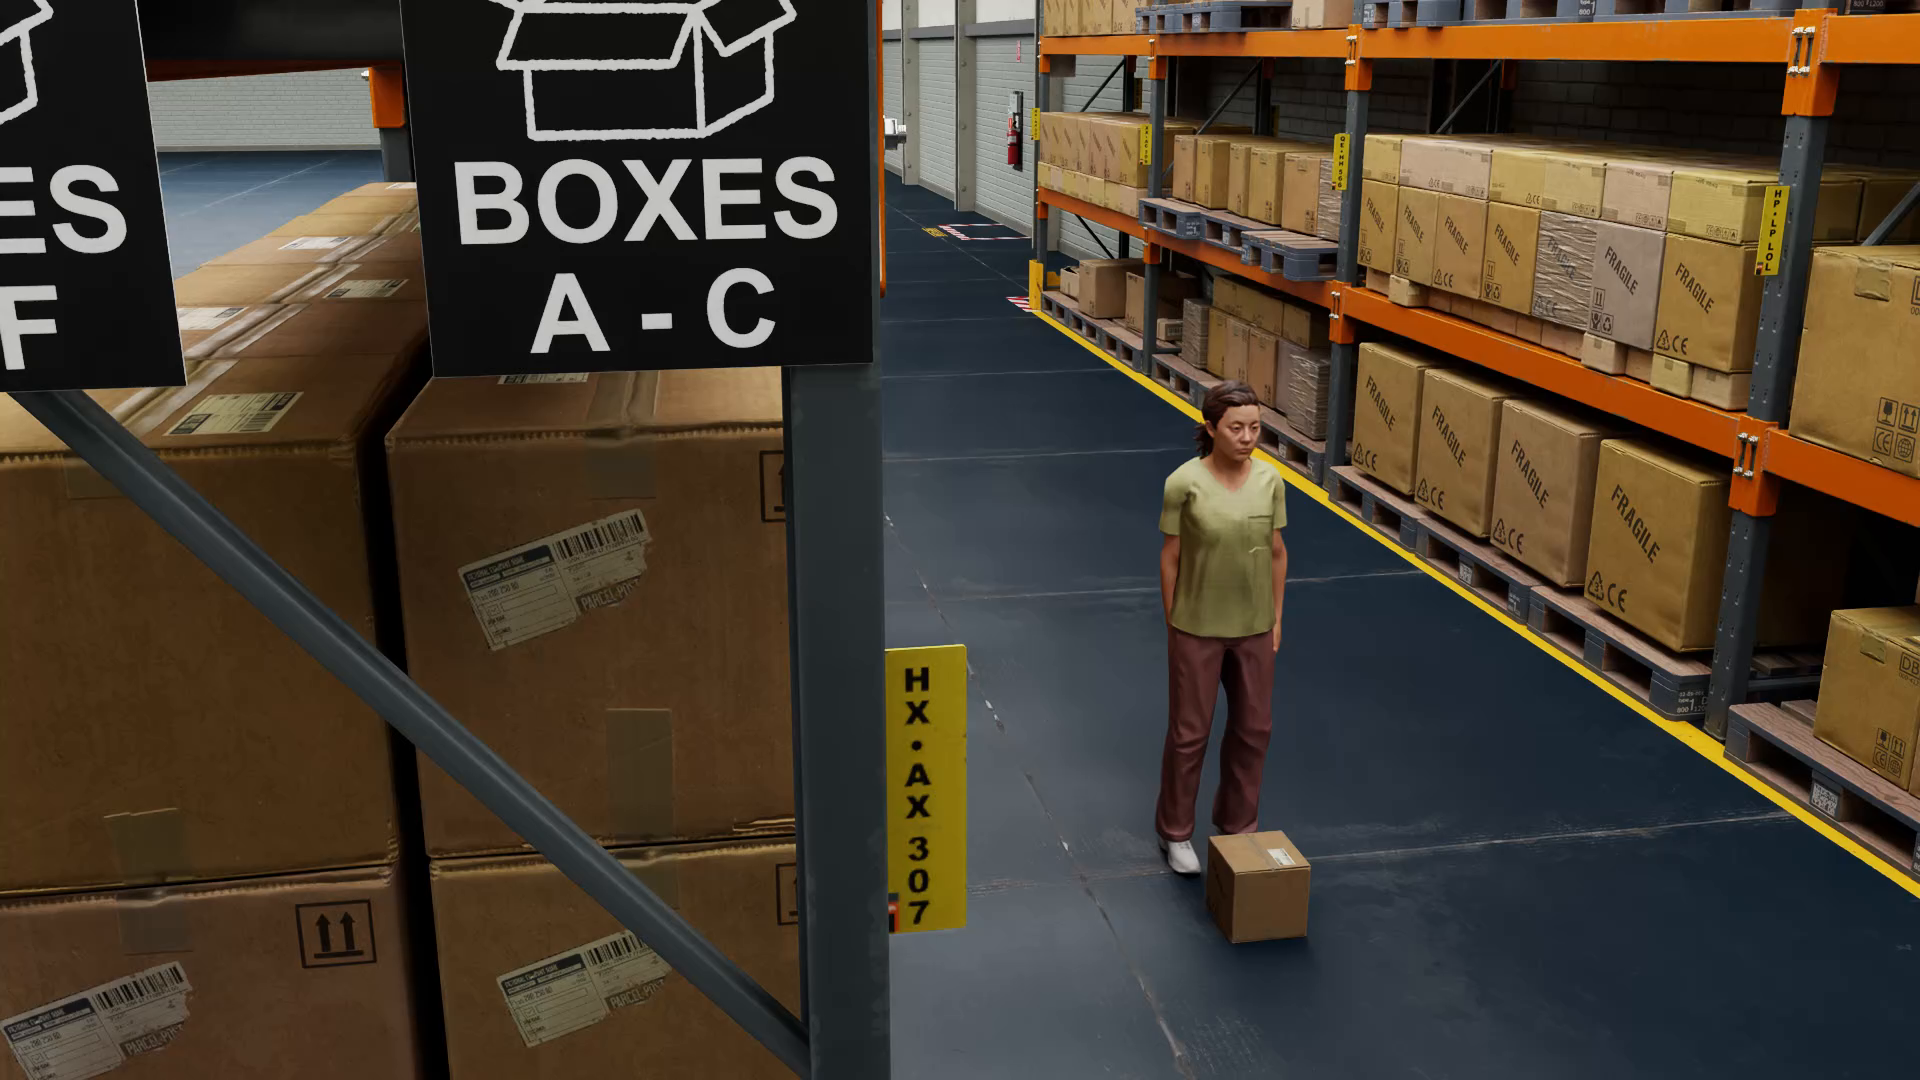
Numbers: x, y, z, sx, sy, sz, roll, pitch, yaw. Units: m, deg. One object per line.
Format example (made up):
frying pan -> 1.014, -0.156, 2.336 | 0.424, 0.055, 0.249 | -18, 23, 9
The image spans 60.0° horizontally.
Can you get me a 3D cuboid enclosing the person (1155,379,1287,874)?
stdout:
person -> 0.879, 0.302, 5.563 | 0.441, 1.651, 0.347 | -3, 17, -9
